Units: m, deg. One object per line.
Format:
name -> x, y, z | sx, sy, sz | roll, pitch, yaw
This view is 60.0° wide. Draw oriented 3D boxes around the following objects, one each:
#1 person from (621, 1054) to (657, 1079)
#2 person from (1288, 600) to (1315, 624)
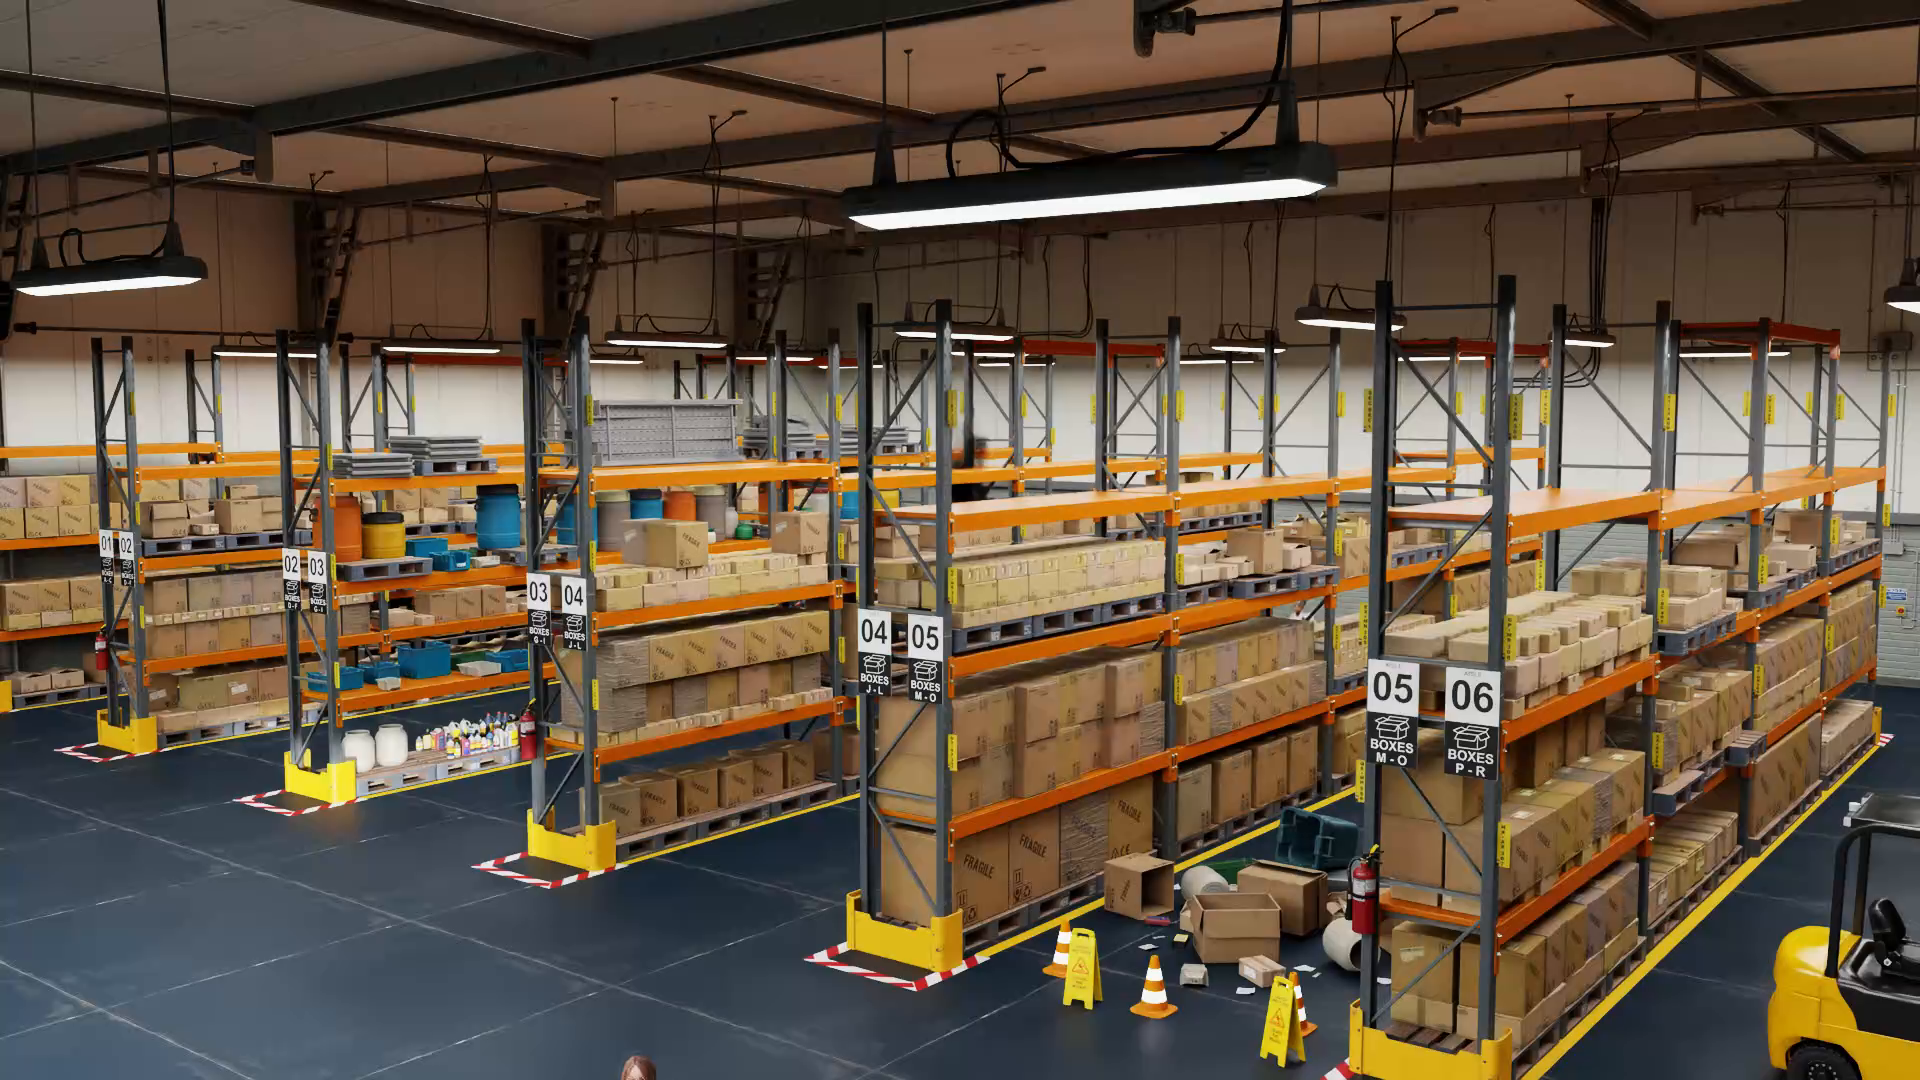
person -> -1.731, 3.572, 9.046 | 0.544, 1.586, 0.879 | -1, 5, -9
person -> 5.928, 1.830, 28.936 | 0.636, 1.675, 0.672 | 3, 6, 35
